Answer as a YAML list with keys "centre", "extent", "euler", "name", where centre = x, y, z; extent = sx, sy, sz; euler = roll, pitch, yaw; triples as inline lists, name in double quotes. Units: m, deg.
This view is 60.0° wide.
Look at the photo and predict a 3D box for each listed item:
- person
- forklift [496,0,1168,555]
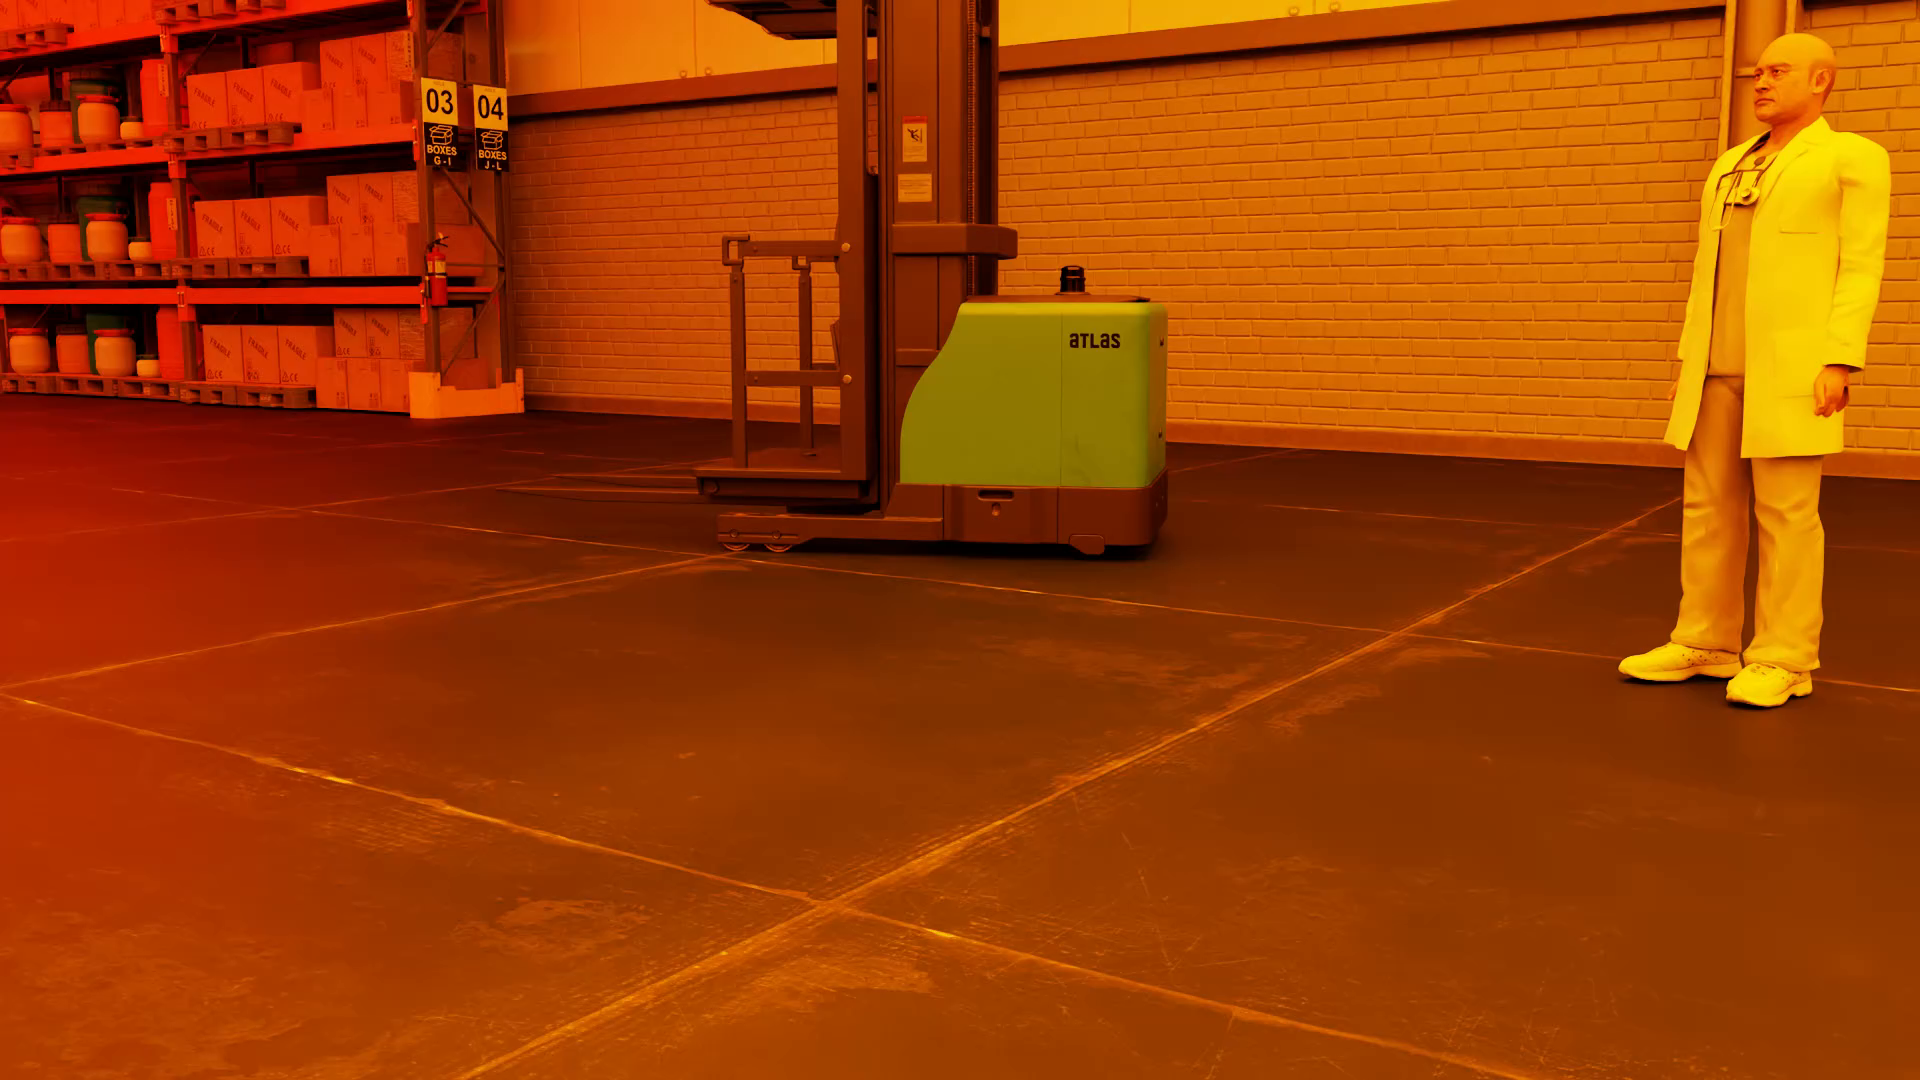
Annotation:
- centre: [2.156, -0.460, 4.519]
  extent: [0.391, 1.781, 0.551]
  euler: [-4, 9, -27]
  name: "person"
- centre: [-0.596, -1.469, 7.520]
  extent: [3.031, 2.935, 1.130]
  euler: [2, 8, 12]
  name: "forklift"
